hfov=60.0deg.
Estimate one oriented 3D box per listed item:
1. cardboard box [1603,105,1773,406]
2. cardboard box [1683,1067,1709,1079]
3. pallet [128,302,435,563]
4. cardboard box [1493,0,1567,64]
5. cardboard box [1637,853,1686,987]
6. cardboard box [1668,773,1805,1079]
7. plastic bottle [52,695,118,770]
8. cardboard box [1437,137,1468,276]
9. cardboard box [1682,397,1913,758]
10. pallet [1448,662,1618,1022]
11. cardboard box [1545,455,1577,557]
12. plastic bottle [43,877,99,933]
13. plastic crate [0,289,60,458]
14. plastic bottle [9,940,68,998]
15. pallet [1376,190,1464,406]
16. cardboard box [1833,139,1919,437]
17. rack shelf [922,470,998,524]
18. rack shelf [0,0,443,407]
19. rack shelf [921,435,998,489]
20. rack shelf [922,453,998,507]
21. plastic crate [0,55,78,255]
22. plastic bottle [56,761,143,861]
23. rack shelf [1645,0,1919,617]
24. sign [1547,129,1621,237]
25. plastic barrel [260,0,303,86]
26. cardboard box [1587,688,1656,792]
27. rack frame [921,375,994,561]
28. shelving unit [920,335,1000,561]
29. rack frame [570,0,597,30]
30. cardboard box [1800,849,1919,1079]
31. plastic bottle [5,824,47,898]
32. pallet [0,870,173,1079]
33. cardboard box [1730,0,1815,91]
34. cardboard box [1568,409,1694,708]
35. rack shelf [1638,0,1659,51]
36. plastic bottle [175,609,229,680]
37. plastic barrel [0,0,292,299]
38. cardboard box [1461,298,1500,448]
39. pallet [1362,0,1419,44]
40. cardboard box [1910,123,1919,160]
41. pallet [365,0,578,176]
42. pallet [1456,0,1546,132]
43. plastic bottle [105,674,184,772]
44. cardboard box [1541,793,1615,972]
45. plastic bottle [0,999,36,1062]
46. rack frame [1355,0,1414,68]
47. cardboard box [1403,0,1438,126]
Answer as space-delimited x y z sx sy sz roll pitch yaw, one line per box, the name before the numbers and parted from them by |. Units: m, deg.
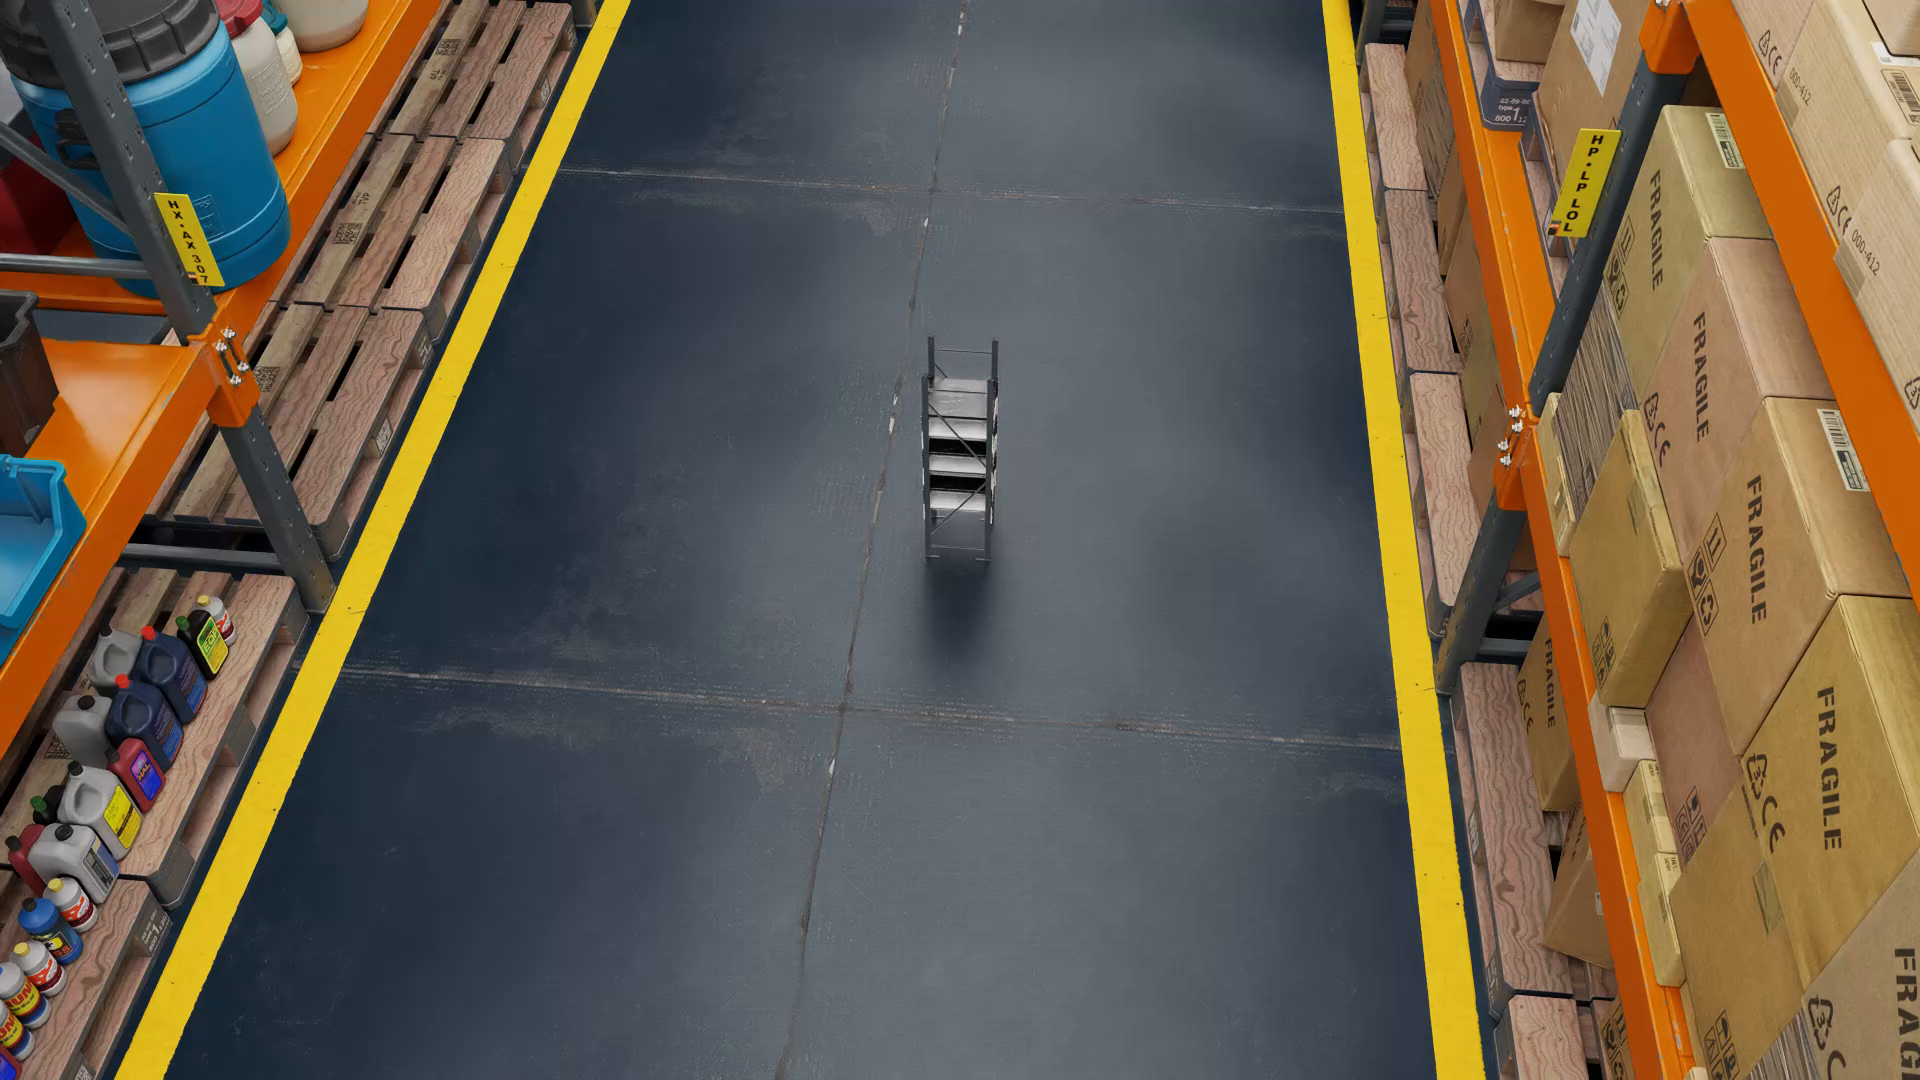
cardboard box | 1.857 -0.645 3.860 0.500 0.500 0.500 4 48 4
cardboard box | 1.640 1.205 3.286 0.380 0.149 0.250 4 48 4
pallet | -2.748 -0.458 6.526 1.003 0.211 1.213 4 48 4
cardboard box | 2.218 -1.943 5.640 0.797 0.503 0.637 8 48 8
cardboard box | 1.709 0.839 3.620 0.380 0.149 0.250 4 48 4
cardboard box | 1.936 0.809 3.208 0.875 0.500 0.500 4 48 4
plastic bottle | -2.720 0.593 5.222 0.152 0.276 0.135 4 48 4
cardboard box | 2.392 -1.412 6.904 0.700 0.500 0.500 7 48 7
cardboard box | 1.767 0.090 3.188 0.500 0.500 0.500 4 48 4
pallet | 2.126 0.950 5.238 1.003 0.211 1.213 4 48 4
cardboard box | 1.797 -0.081 4.462 0.380 0.149 0.250 4 48 4
plastic bottle | -2.602 1.055 4.851 0.097 0.201 0.097 0 48 0
plastic crate | -2.955 -0.423 4.646 0.767 0.338 0.504 4 48 4
plastic bottle | -2.620 1.206 4.713 0.097 0.201 0.097 0 48 0
pallet | 2.330 -1.017 7.037 1.003 0.211 1.213 4 48 4
cardboard box | 1.756 -0.382 2.635 0.500 0.250 0.500 2 48 2
rack shelf | 0.001 -0.166 6.081 0.258 0.077 0.200 4 48 4
rack shelf | -2.598 -2.047 6.577 1.077 0.370 4.000 4 48 4
rack shelf | 0.001 -0.287 5.948 0.258 0.077 0.200 4 48 4
rack shelf | 0.001 -0.226 6.014 0.258 0.077 0.200 4 48 4
plastic crate | -3.041 -1.218 5.288 0.402 0.464 0.583 4 48 4
plastic bottle | -2.599 0.797 4.986 0.144 0.351 0.185 4 48 3
rack shelf | 1.969 0.213 2.477 1.077 0.370 4.000 4 48 4
sign | 1.599 -0.912 4.267 0.100 0.325 0.005 4 48 4
plastic barrel | -2.507 -1.735 5.898 0.301 0.262 0.301 0 48 0
cardboard box | 1.724 0.469 3.958 0.380 0.149 0.250 4 48 4
rack frame | -0.009 -0.235 5.855 0.240 0.900 0.006 4 48 4
shelving unit | 0.001 -0.310 5.923 0.258 0.900 0.210 4 48 4
rack frame | -2.416 -3.759 7.655 1.000 3.000 0.127 4 48 4
cardboard box | 1.679 0.825 2.516 0.500 0.500 0.500 4 48 4
plastic bottle | -2.724 0.932 4.908 0.061 0.283 0.133 4 48 4
pallet | -2.992 1.511 4.725 1.003 0.211 1.213 4 48 4
cardboard box | 1.856 -1.135 3.324 0.500 0.250 0.500 2 48 2
cardboard box | 1.968 0.071 3.883 0.875 0.500 0.500 4 48 4
rack shelf | 2.334 -2.726 5.165 1.077 0.370 4.000 4 48 4
plastic bottle | -2.496 0.324 5.463 0.061 0.283 0.133 6 48 5
plastic barrel | -2.444 -1.253 5.023 0.600 0.901 0.708 4 48 4
cardboard box | 2.291 -0.591 6.153 0.700 0.500 0.500 4 48 3
pallet | 2.663 -3.059 8.905 1.003 0.211 1.213 4 48 4
cardboard box | 1.722 -0.594 2.559 0.380 0.149 0.250 3 48 3
pallet | -2.525 -2.251 8.166 1.003 0.211 1.213 4 48 4
pallet | 2.377 -1.904 6.089 1.003 0.211 1.213 4 48 4
plastic bottle | -2.570 0.559 5.203 0.144 0.351 0.185 2 48 2
cardboard box | 2.031 0.928 4.778 0.500 0.500 0.500 18 50 16
plastic bottle | -2.638 1.329 4.553 0.097 0.271 0.097 0 48 0
rack frame | 2.516 -3.426 7.351 1.000 3.000 0.127 4 48 4
cardboard box | 2.475 -2.237 7.659 0.700 0.500 0.500 2 48 1
